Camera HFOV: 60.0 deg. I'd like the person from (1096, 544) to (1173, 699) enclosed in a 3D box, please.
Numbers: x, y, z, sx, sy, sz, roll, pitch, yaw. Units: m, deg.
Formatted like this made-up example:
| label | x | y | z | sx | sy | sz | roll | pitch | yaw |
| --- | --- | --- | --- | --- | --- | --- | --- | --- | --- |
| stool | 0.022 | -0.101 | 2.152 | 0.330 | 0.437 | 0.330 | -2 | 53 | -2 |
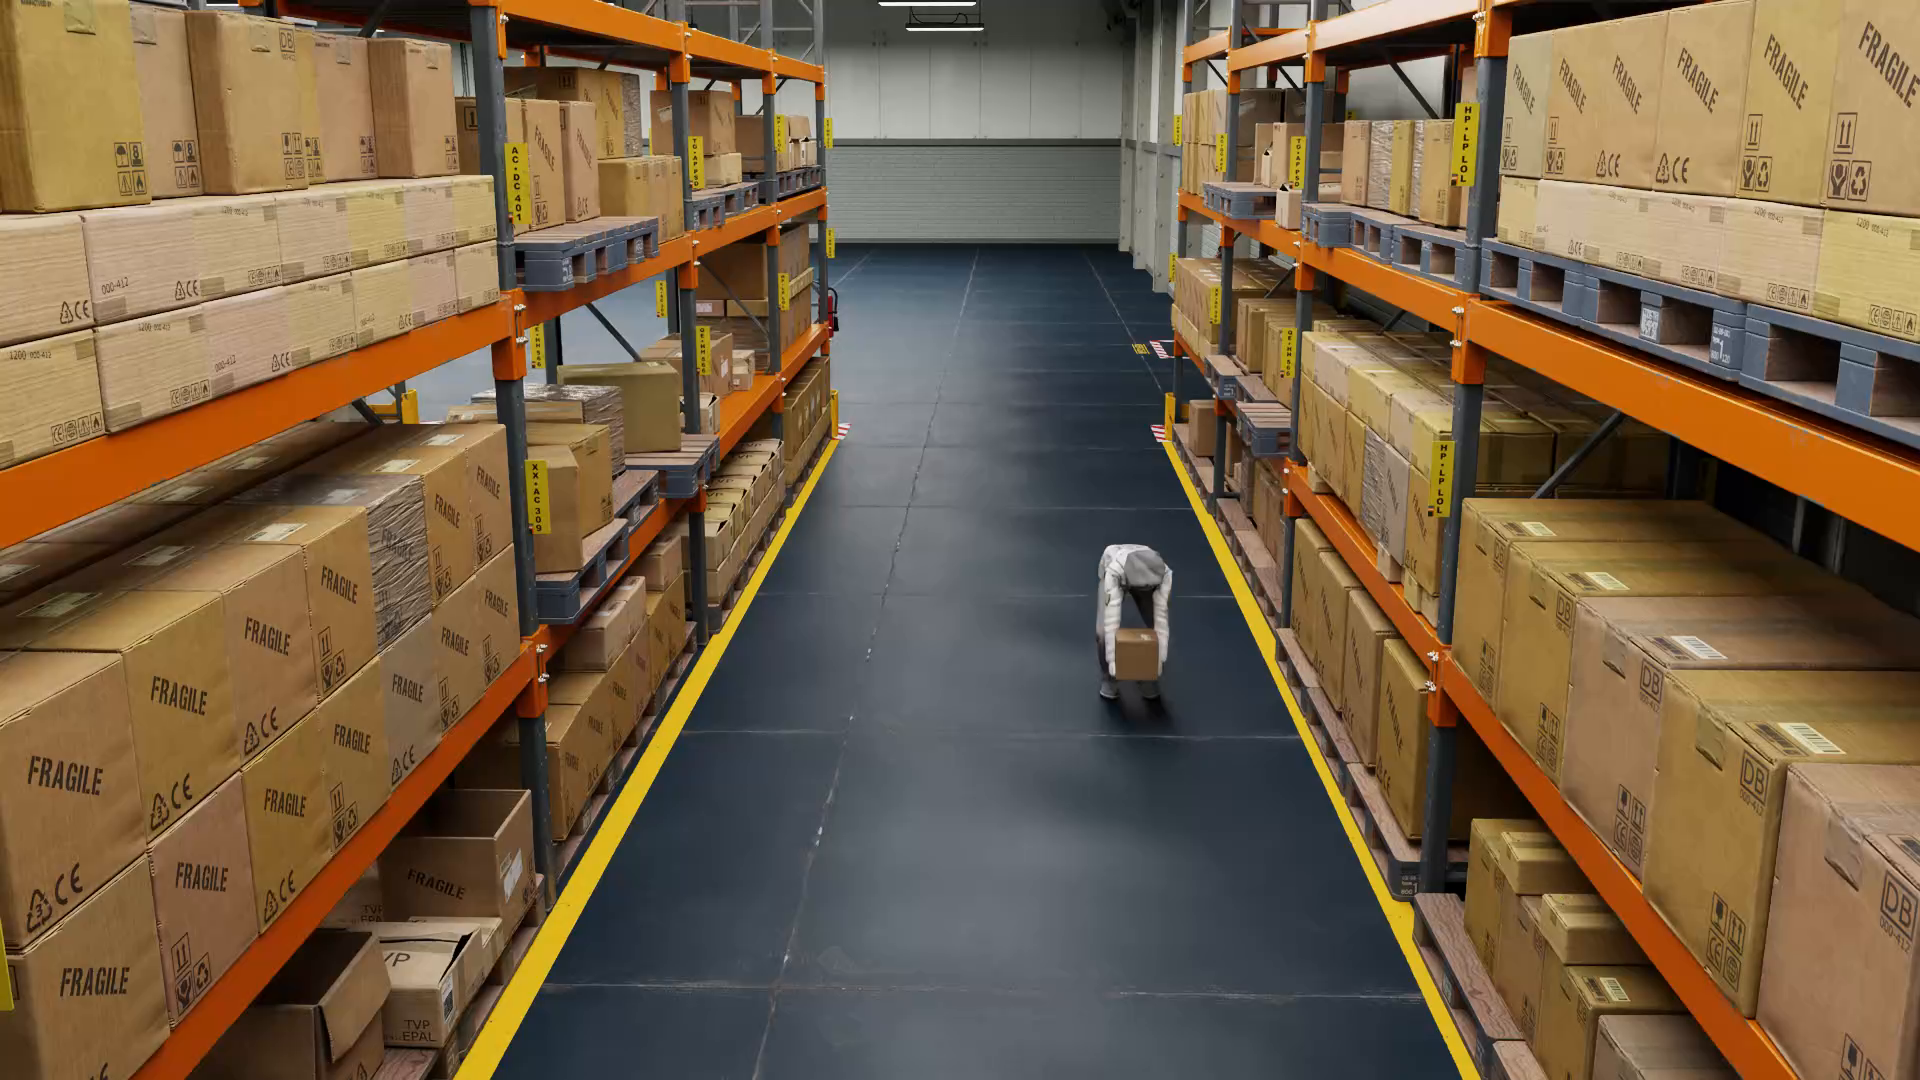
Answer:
| label | x | y | z | sx | sy | sz | roll | pitch | yaw |
| --- | --- | --- | --- | --- | --- | --- | --- | --- | --- |
| person | 1.073 | 0.501 | 10.237 | 0.455 | 1.065 | 0.921 | 0 | 14 | -1 |
